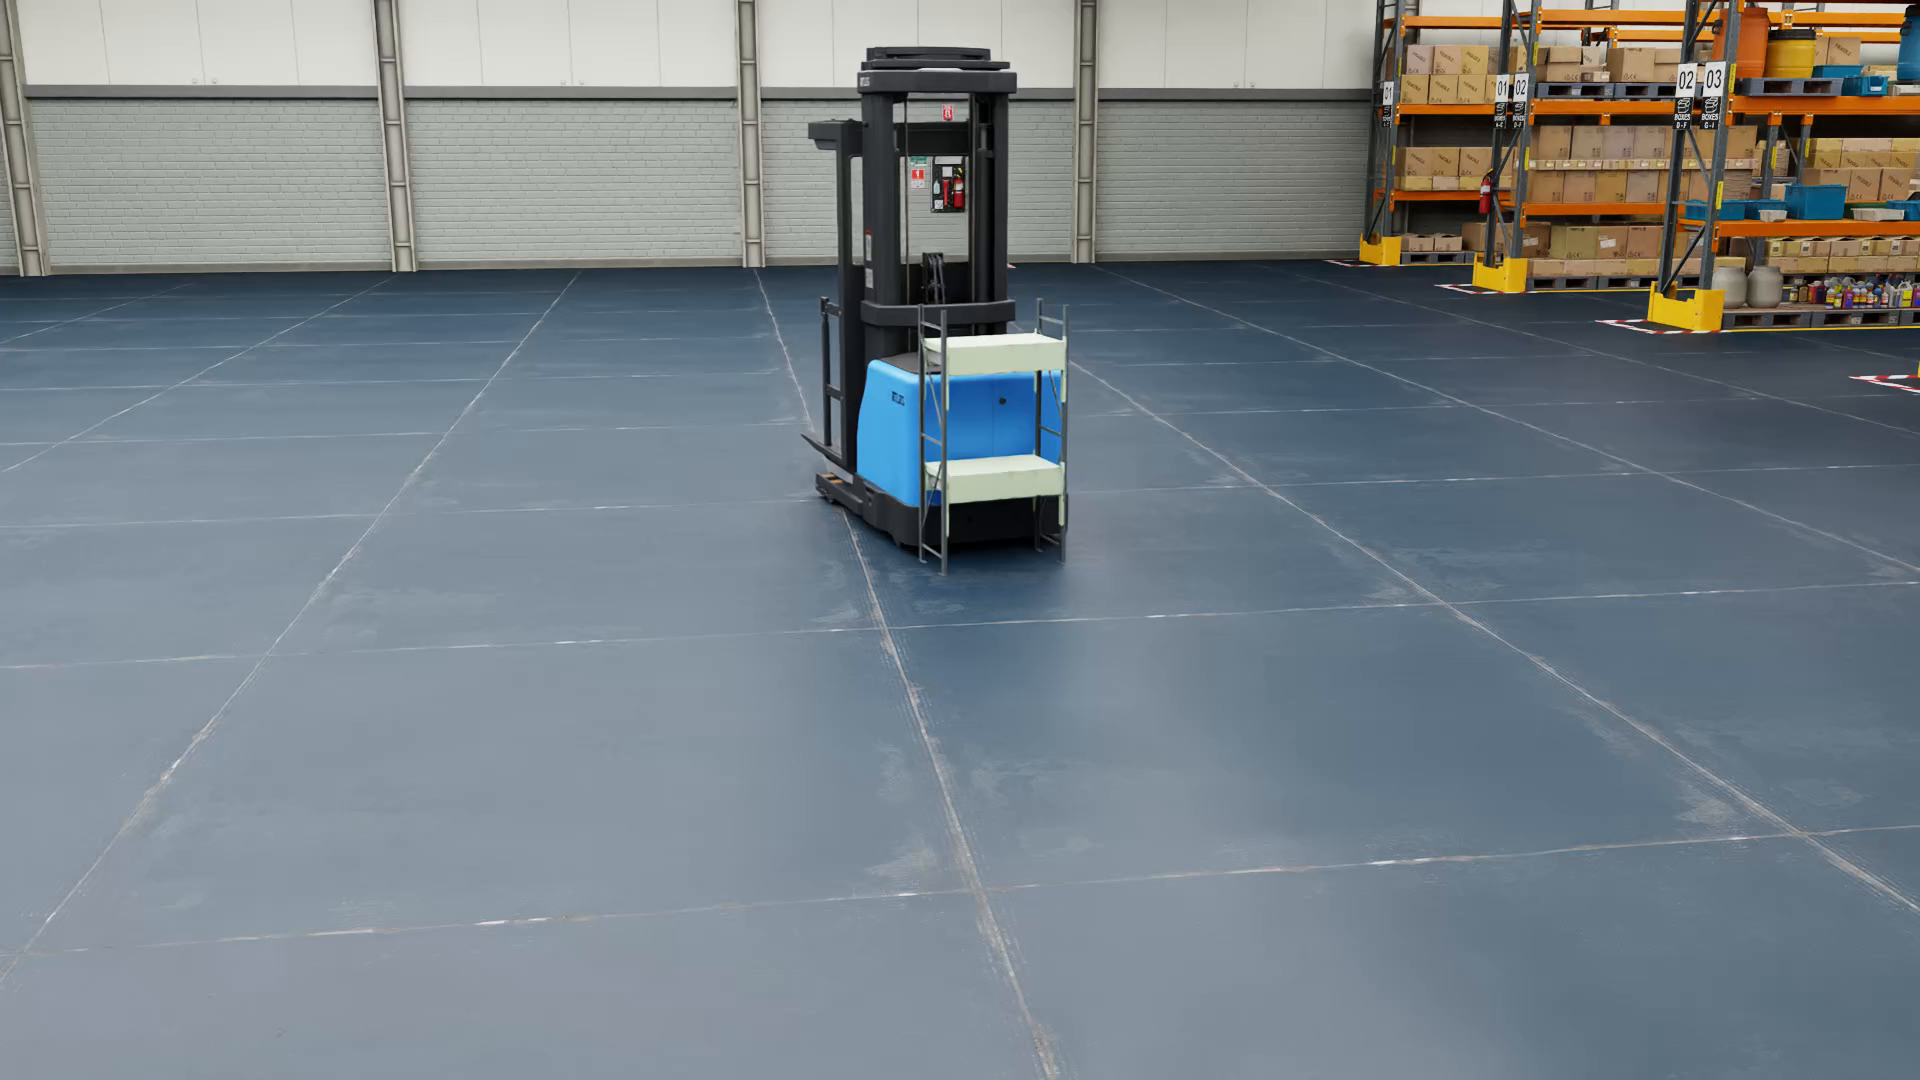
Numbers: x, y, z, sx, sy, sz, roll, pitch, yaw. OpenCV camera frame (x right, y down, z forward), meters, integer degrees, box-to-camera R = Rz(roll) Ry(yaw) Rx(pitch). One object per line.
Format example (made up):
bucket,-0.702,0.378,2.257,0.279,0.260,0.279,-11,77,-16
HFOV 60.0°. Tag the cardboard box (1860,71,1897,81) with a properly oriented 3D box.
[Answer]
cardboard box,14.219,-7.140,25.803,0.500,0.250,0.500,-3,14,-13

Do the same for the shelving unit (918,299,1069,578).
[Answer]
shelving unit,0.187,-0.593,9.503,0.755,1.500,0.431,-5,15,-21

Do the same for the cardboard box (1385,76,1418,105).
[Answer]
cardboard box,7.997,-8.135,30.080,0.500,0.500,0.500,-1,14,-4

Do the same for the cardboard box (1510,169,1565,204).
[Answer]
cardboard box,8.827,-5.417,25.448,0.500,0.500,0.700,-2,14,-8

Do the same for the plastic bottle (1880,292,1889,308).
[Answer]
plastic bottle,11.676,-3.037,21.012,0.097,0.201,0.097,0,14,0

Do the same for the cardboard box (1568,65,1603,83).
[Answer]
cardboard box,9.463,-7.113,25.410,0.500,0.250,0.500,-2,14,-8

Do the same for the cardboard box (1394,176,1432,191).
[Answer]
cardboard box,8.152,-6.424,29.938,0.500,0.250,0.500,-3,14,-10

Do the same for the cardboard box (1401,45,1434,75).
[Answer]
cardboard box,8.039,-8.499,29.478,0.500,0.500,0.500,-3,14,-12

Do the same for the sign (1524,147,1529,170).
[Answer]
sign,8.440,-5.679,24.757,0.005,0.325,0.100,-2,14,-8

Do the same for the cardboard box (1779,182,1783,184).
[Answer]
cardboard box,15.816,-6.797,31.633,0.250,0.149,0.380,-2,14,-7

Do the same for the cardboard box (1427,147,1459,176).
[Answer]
cardboard box,8.629,-6.807,29.923,0.500,0.500,0.500,-2,14,-8

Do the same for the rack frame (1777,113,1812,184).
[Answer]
rack frame,15.533,-6.836,31.312,0.127,3.000,1.000,-2,14,-8

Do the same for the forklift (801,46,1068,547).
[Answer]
forklift,-0.340,-1.695,10.955,1.130,2.935,3.031,-5,15,-20

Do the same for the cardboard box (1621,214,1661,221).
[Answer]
cardboard box,12.738,-6.103,31.083,0.500,0.250,0.500,-2,14,-9

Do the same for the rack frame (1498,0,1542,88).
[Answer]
rack frame,8.364,-8.264,24.676,0.127,3.000,1.000,-2,14,-8

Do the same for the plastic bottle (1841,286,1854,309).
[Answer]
plastic bottle,11.164,-3.053,20.909,0.133,0.283,0.061,-2,14,-7

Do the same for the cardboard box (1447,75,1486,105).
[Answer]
cardboard box,9.039,-8.041,29.707,0.500,0.500,0.500,-1,14,-6

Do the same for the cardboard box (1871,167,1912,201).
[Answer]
cardboard box,14.618,-5.628,26.291,0.500,0.500,0.500,-3,14,-11

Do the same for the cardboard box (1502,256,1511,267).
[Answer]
cardboard box,8.850,-4.315,26.050,0.500,0.250,0.500,-2,14,-8

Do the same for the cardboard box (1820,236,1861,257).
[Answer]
cardboard box,13.772,-4.632,26.163,0.500,0.311,0.500,-3,14,-10

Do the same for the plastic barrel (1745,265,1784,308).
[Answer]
plastic barrel,10.233,-3.220,21.146,0.421,0.512,0.421,0,14,0

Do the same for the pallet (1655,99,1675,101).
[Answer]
pallet,13.229,-8.090,30.532,1.003,0.211,1.213,-2,14,-8

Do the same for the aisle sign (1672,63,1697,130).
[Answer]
aisle sign,8.982,-5.492,20.612,0.004,0.787,0.394,-2,14,-8

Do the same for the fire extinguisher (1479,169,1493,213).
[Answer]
fire extinguisher,8.178,-5.424,25.843,0.183,0.674,0.296,-2,14,-8

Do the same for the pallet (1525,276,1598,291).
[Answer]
pallet,9.114,-4.040,25.895,1.213,0.211,1.003,-2,14,-8

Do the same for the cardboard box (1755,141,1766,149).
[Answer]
cardboard box,14.880,-7.377,31.028,0.250,0.149,0.380,-5,15,-18

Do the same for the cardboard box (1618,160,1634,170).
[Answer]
cardboard box,10.057,-5.727,25.352,0.250,0.149,0.380,-2,14,-9

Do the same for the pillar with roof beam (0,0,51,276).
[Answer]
pillar with roof beam,-14.906,-7.784,22.760,0.400,9.000,9.100,-2,14,-8

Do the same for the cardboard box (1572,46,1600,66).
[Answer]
cardboard box,11.122,-8.605,29.900,0.500,0.500,0.500,-3,14,-13

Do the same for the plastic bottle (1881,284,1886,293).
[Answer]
plastic bottle,11.772,-3.113,21.147,0.133,0.283,0.061,-2,14,-8

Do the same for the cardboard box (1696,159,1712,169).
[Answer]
cardboard box,11.319,-5.773,25.534,0.250,0.149,0.380,-2,14,-8

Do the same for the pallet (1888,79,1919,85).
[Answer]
pallet,12.354,-5.621,20.692,1.003,0.211,1.213,-2,14,-8

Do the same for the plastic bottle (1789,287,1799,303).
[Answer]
plastic bottle,10.849,-3.191,21.627,0.097,0.201,0.097,0,14,0

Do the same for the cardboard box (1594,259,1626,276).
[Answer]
cardboard box,9.915,-4.227,25.700,0.500,0.250,0.500,-2,14,-8

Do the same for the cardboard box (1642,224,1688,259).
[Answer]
cardboard box,10.903,-4.629,25.762,0.500,0.500,0.500,-2,14,-8

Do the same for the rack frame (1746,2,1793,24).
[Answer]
rack frame,12.319,-8.409,25.254,0.127,3.000,1.000,-2,14,-8

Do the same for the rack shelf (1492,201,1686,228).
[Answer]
rack shelf,10.341,-5.078,25.782,4.000,0.370,1.077,-2,14,-8

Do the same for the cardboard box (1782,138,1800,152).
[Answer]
cardboard box,15.942,-7.481,31.484,0.500,0.250,0.500,-2,14,-7

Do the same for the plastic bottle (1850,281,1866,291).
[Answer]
plastic bottle,11.633,-3.213,21.564,0.135,0.276,0.152,-2,14,-8

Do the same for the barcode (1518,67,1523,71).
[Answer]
barcode,8.590,-7.218,25.476,0.075,0.075,0.001,-2,14,-8

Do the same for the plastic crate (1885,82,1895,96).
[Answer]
plastic crate,11.452,-5.668,20.926,0.450,0.188,0.336,-2,14,-8

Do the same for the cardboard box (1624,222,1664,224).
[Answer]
cardboard box,10.825,-4.755,26.264,0.500,0.500,0.500,-2,14,-8

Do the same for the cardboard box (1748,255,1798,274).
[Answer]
cardboard box,12.755,-4.324,26.087,0.500,0.250,0.500,-2,14,-10

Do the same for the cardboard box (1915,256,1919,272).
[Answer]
cardboard box,15.281,-4.417,26.457,0.500,0.250,0.500,-2,14,-9

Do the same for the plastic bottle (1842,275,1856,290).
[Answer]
plastic bottle,11.586,-3.284,21.693,0.185,0.351,0.144,-2,14,-9

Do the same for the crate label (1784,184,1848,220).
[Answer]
crate label,10.878,-4.312,21.175,0.616,0.435,0.502,-2,14,-8

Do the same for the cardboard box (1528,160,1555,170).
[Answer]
cardboard box,8.784,-5.680,25.164,0.250,0.149,0.380,-2,14,-9

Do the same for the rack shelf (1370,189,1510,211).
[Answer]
rack shelf,9.600,-6.269,30.533,4.000,0.370,1.077,-2,14,-8

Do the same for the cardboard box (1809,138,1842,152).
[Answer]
cardboard box,16.048,-7.357,30.992,0.500,0.250,0.500,-2,14,-7

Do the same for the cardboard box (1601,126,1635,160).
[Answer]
cardboard box,9.897,-6.087,25.453,0.500,0.500,0.700,-2,14,-8

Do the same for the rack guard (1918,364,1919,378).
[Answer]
rack guard,9.911,-1.762,16.218,0.348,0.500,1.175,-2,14,-8

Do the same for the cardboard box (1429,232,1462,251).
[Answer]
cardboard box,8.883,-5.479,30.526,0.500,0.311,0.500,-1,14,-4

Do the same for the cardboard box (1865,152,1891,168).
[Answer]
cardboard box,17.061,-7.029,31.223,0.500,0.500,0.500,-2,14,-9

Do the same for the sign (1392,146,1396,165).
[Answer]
sign,7.703,-6.835,29.530,0.005,0.325,0.100,-2,14,-8

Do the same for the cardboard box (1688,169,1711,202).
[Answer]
cardboard box,11.361,-5.509,25.819,0.500,0.500,0.700,-2,14,-9

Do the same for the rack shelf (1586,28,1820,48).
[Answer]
rack shelf,13.555,-9.130,30.429,4.000,0.370,1.077,-2,14,-8
